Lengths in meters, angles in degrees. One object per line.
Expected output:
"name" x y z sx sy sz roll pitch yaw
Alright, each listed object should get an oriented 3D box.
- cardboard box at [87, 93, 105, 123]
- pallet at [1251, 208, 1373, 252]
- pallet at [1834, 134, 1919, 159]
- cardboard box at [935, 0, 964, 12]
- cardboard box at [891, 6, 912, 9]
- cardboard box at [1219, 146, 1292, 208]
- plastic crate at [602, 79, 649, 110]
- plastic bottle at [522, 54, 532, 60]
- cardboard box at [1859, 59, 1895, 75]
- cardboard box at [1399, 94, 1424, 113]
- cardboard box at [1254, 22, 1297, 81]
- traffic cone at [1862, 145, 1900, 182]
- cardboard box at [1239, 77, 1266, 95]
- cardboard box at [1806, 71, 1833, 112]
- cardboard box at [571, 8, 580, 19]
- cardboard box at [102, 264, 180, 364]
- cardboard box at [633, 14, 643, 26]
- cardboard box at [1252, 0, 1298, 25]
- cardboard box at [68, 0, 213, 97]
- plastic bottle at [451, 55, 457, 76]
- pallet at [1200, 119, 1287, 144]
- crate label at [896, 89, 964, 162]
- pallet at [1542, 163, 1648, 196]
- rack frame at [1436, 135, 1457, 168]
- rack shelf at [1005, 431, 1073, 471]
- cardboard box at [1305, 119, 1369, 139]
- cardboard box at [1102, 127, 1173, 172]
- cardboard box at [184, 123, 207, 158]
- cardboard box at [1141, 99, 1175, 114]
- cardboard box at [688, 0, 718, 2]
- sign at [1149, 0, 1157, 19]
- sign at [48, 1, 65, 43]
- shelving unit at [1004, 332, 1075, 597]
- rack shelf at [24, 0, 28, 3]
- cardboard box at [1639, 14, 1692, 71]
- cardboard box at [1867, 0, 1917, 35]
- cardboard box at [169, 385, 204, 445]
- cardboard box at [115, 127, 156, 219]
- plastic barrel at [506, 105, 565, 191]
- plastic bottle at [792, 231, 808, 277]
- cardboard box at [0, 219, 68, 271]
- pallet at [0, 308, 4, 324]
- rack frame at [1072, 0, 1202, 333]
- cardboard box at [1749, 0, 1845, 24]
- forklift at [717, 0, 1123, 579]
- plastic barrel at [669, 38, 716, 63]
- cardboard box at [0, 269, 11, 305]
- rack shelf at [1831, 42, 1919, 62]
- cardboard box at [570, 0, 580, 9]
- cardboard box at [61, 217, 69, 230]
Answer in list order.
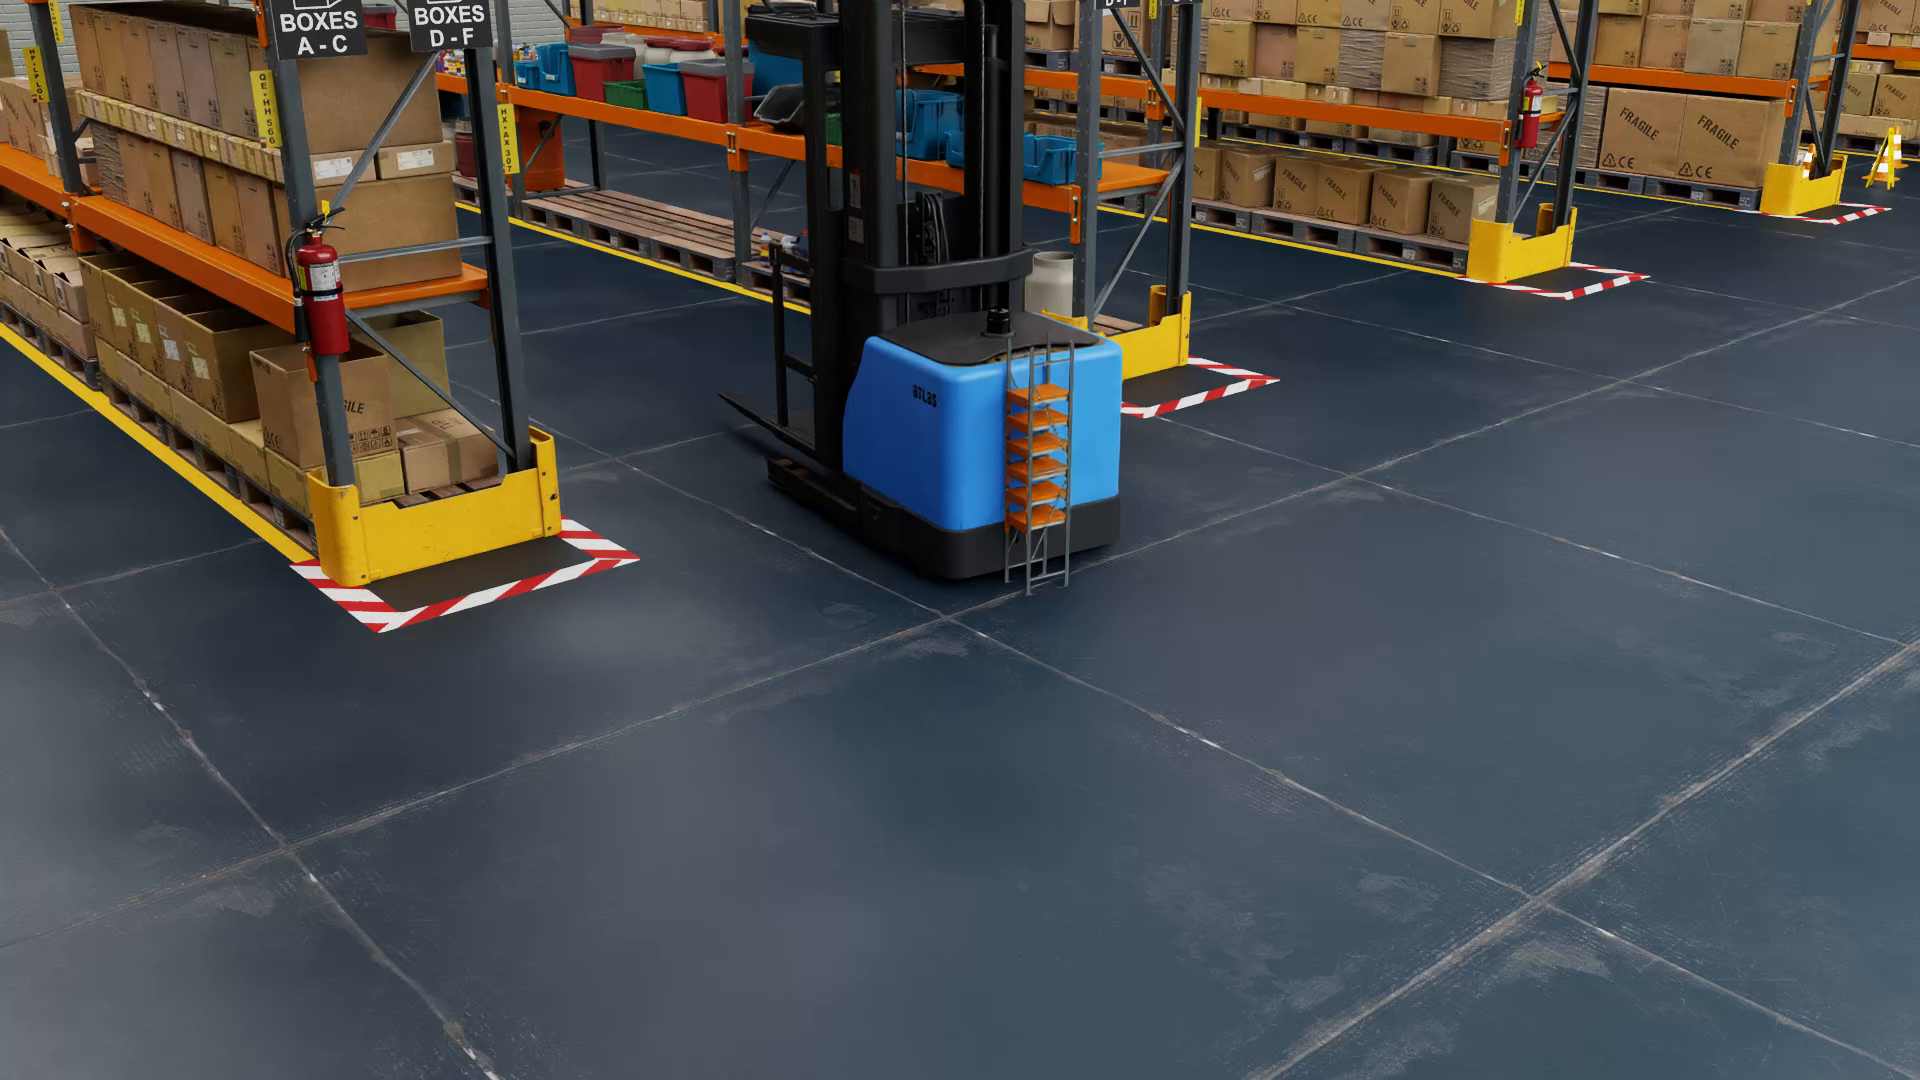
"cardboard box" -5.022 -2.620 10.034 0.380 0.149 0.250 -17 27 -37
"pallet" 3.558 -3.005 15.868 1.003 0.211 1.213 -17 27 -37
"pallet" 11.858 -5.028 21.031 1.003 0.211 1.213 -17 27 -37
"cardboard box" 0.064 -6.026 19.043 0.500 0.500 0.500 18 28 39
"cardboard box" -0.828 -6.047 19.674 0.500 0.500 0.500 -16 27 -36
"cardboard box" 2.903 -3.573 16.346 0.500 0.500 0.500 -9 23 -21
"plastic crate" -2.810 -3.954 14.758 0.450 0.188 0.662 -17 27 -37
"plastic bottle" -4.493 -4.941 17.259 0.097 0.201 0.097 0 21 0
"cardboard box" 11.400 -5.883 20.669 0.380 0.149 0.250 -16 27 -36
"cardboard box" 4.045 -3.825 14.480 0.380 0.149 0.250 -17 27 -37
"cardboard box" 3.242 -4.604 15.580 0.875 0.500 0.500 -17 27 -37
"traffic cone" 10.534 -4.345 18.942 0.336 0.463 0.334 -17 27 -37
"cardboard box" 2.845 -4.290 15.668 0.380 0.149 0.250 -17 27 -37
"cardboard box" 11.023 -5.780 21.295 0.500 0.500 0.500 -18 28 -39
"cardboard box" -5.559 -7.840 24.732 0.380 0.149 0.250 -17 27 -37
"cardboard box" -4.817 -1.387 10.077 0.500 0.500 0.500 -17 27 -37
"cardboard box" -4.381 -7.343 23.464 0.380 0.149 0.250 -17 27 -37
"cardboard box" 3.047 -5.008 15.241 0.500 0.500 0.500 -17 27 -37
"cardboard box" -4.920 -2.991 10.090 0.700 0.500 0.500 -17 27 -37
"plastic bottle" -5.188 -4.896 17.145 0.097 0.201 0.097 0 21 0
"pallet" 3.963 -5.542 22.344 1.003 0.211 1.213 -17 27 -37
"crate label" -0.255 -2.995 11.968 0.502 0.435 0.616 -17 27 -37
"pallet" 7.354 -4.107 18.680 1.003 0.211 1.213 -17 27 -37
"rack frame" 6.116 -5.971 19.616 1.000 3.000 0.127 -17 27 -37
"rack shelf" 0.364 -0.413 7.687 0.258 0.103 0.180 -13 25 -30
"cardboard box" 5.016 -5.537 21.016 1.050 0.750 0.750 -17 27 -37
"cardboard box" 1.908 -4.034 17.495 0.500 0.500 0.700 20 29 41
"cardboard box" -3.844 -2.122 8.763 0.380 0.149 0.250 -17 27 -36
"cardboard box" 2.878 -6.227 23.122 0.500 0.500 0.500 -18 27 -38
"cardboard box" -3.432 -7.510 22.314 0.500 0.500 0.500 -16 27 -36
"sign" 1.875 -5.224 16.122 0.100 0.325 0.005 -17 27 -37
"sign" -7.407 -4.238 13.605 0.100 0.325 0.005 -17 27 -37
"shelving unit" 0.364 -0.343 7.715 0.258 1.200 0.189 -13 25 -30
"rack shelf" -6.520 -4.075 11.649 1.077 0.370 4.000 -17 27 -37
"cardboard box" 7.805 -5.359 17.847 0.875 0.550 0.550 -17 27 -37
"cardboard box" 11.525 -6.481 20.373 0.500 0.500 0.500 -17 27 -37
"cardboard box" -4.166 -0.761 9.507 0.500 0.250 0.500 -17 27 -37
"cardboard box" -4.571 -2.242 9.959 0.700 0.500 0.500 -18 28 -38
"plastic barrel" -4.403 -4.060 17.138 0.600 0.830 0.708 -17 27 -37
"plastic bottle" -1.247 -2.289 13.244 0.144 0.351 0.185 -17 27 -36
"cardboard box" -7.026 -2.243 12.524 0.500 0.311 0.500 -18 28 -39
"pallet" -7.318 -2.031 13.380 1.003 0.211 1.213 -17 27 -37
"rack frame" 1.151 -2.534 10.841 1.000 3.000 0.127 -17 27 -37
"cardboard box" 8.514 -5.550 16.856 0.875 0.550 0.550 -17 27 -37
"forklift" -0.407 -1.668 8.724 1.130 2.935 3.031 -13 25 -30
"plastic barrel" -2.397 -4.222 14.963 0.433 0.535 0.433 0 21 0
"cardboard box" -7.033 -1.986 12.636 0.500 0.250 0.500 -18 28 -39
"rack shelf" 11.106 -6.290 21.416 1.077 0.370 4.000 -17 27 -37
"cardboard box" -5.432 -8.005 24.608 0.500 0.250 0.500 -18 28 -39
"cardboard box" -6.626 -2.374 12.858 0.500 0.311 0.500 -18 27 -38
